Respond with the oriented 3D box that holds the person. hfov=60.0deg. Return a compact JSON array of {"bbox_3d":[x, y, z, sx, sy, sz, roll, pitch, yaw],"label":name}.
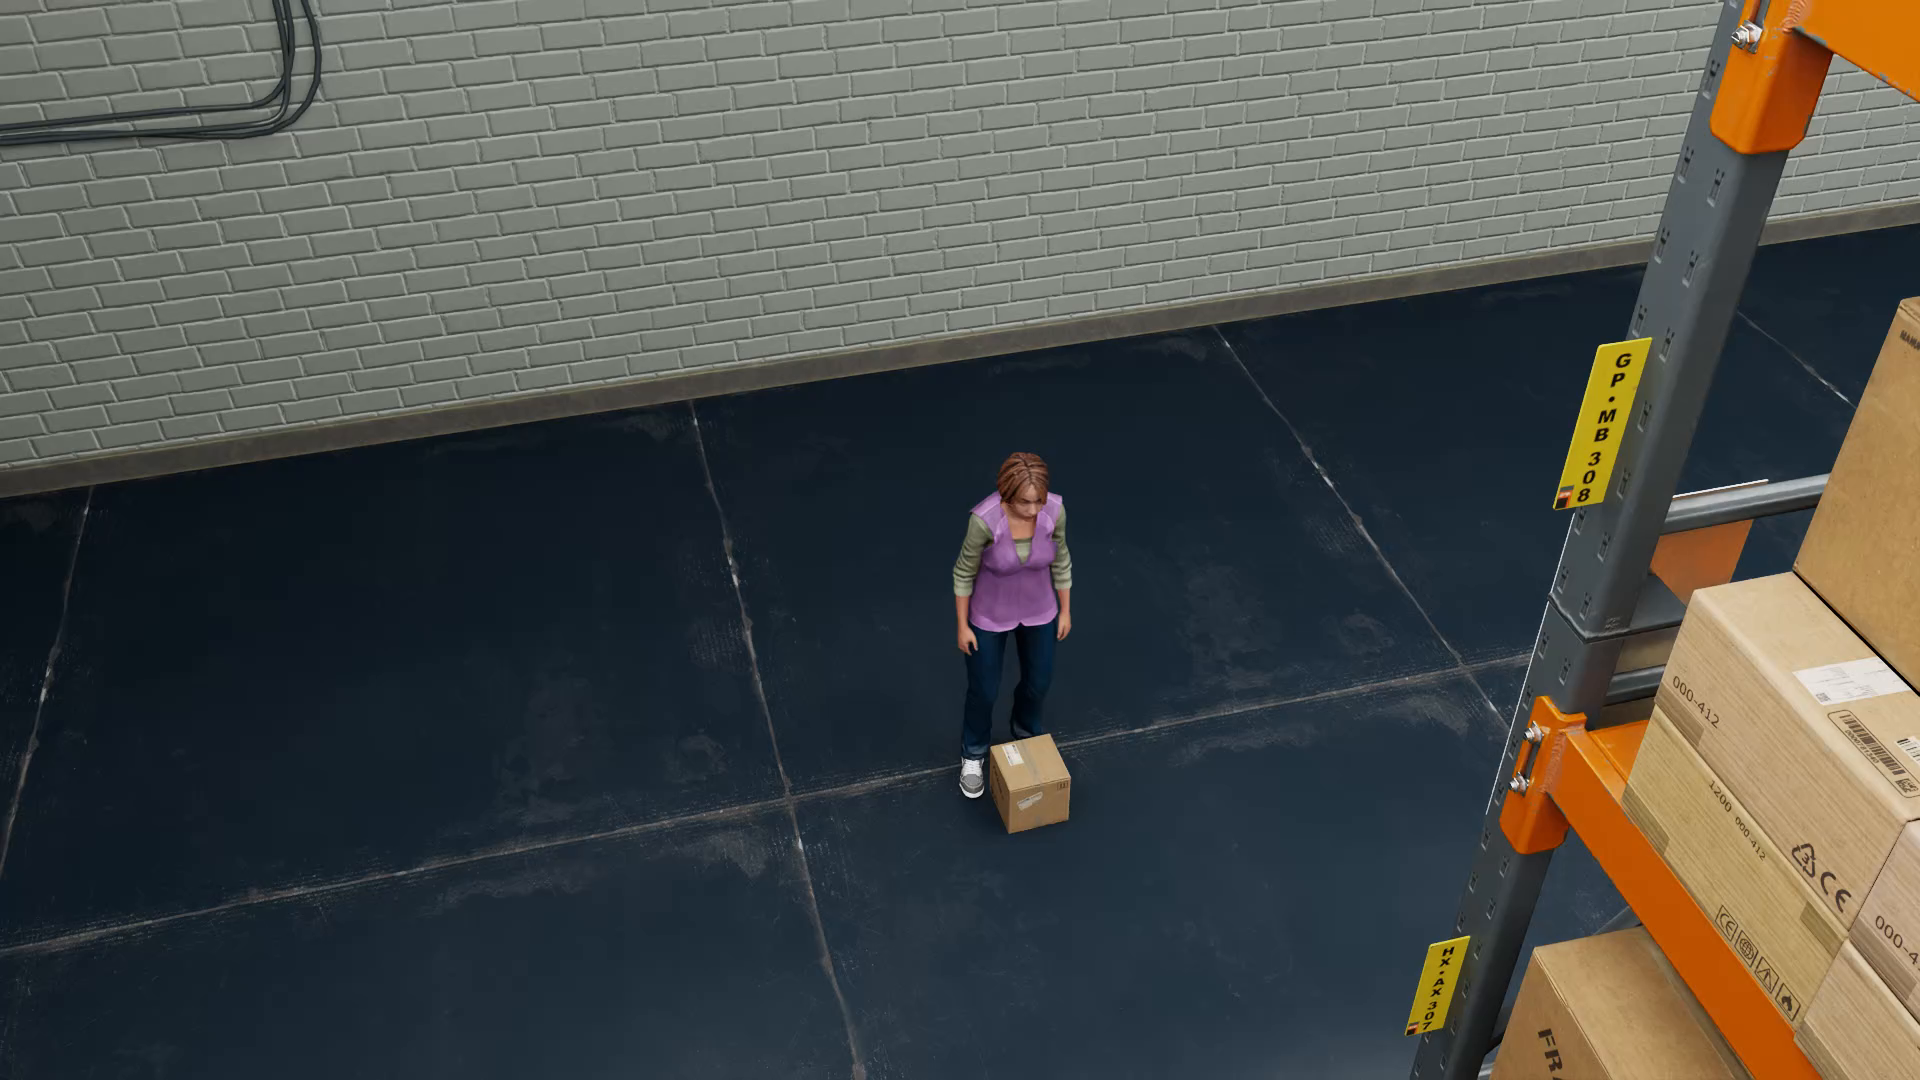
[{"bbox_3d":[0.202,0.299,6.348,0.461,1.592,0.343,-9,40,-11],"label":"person"}]
